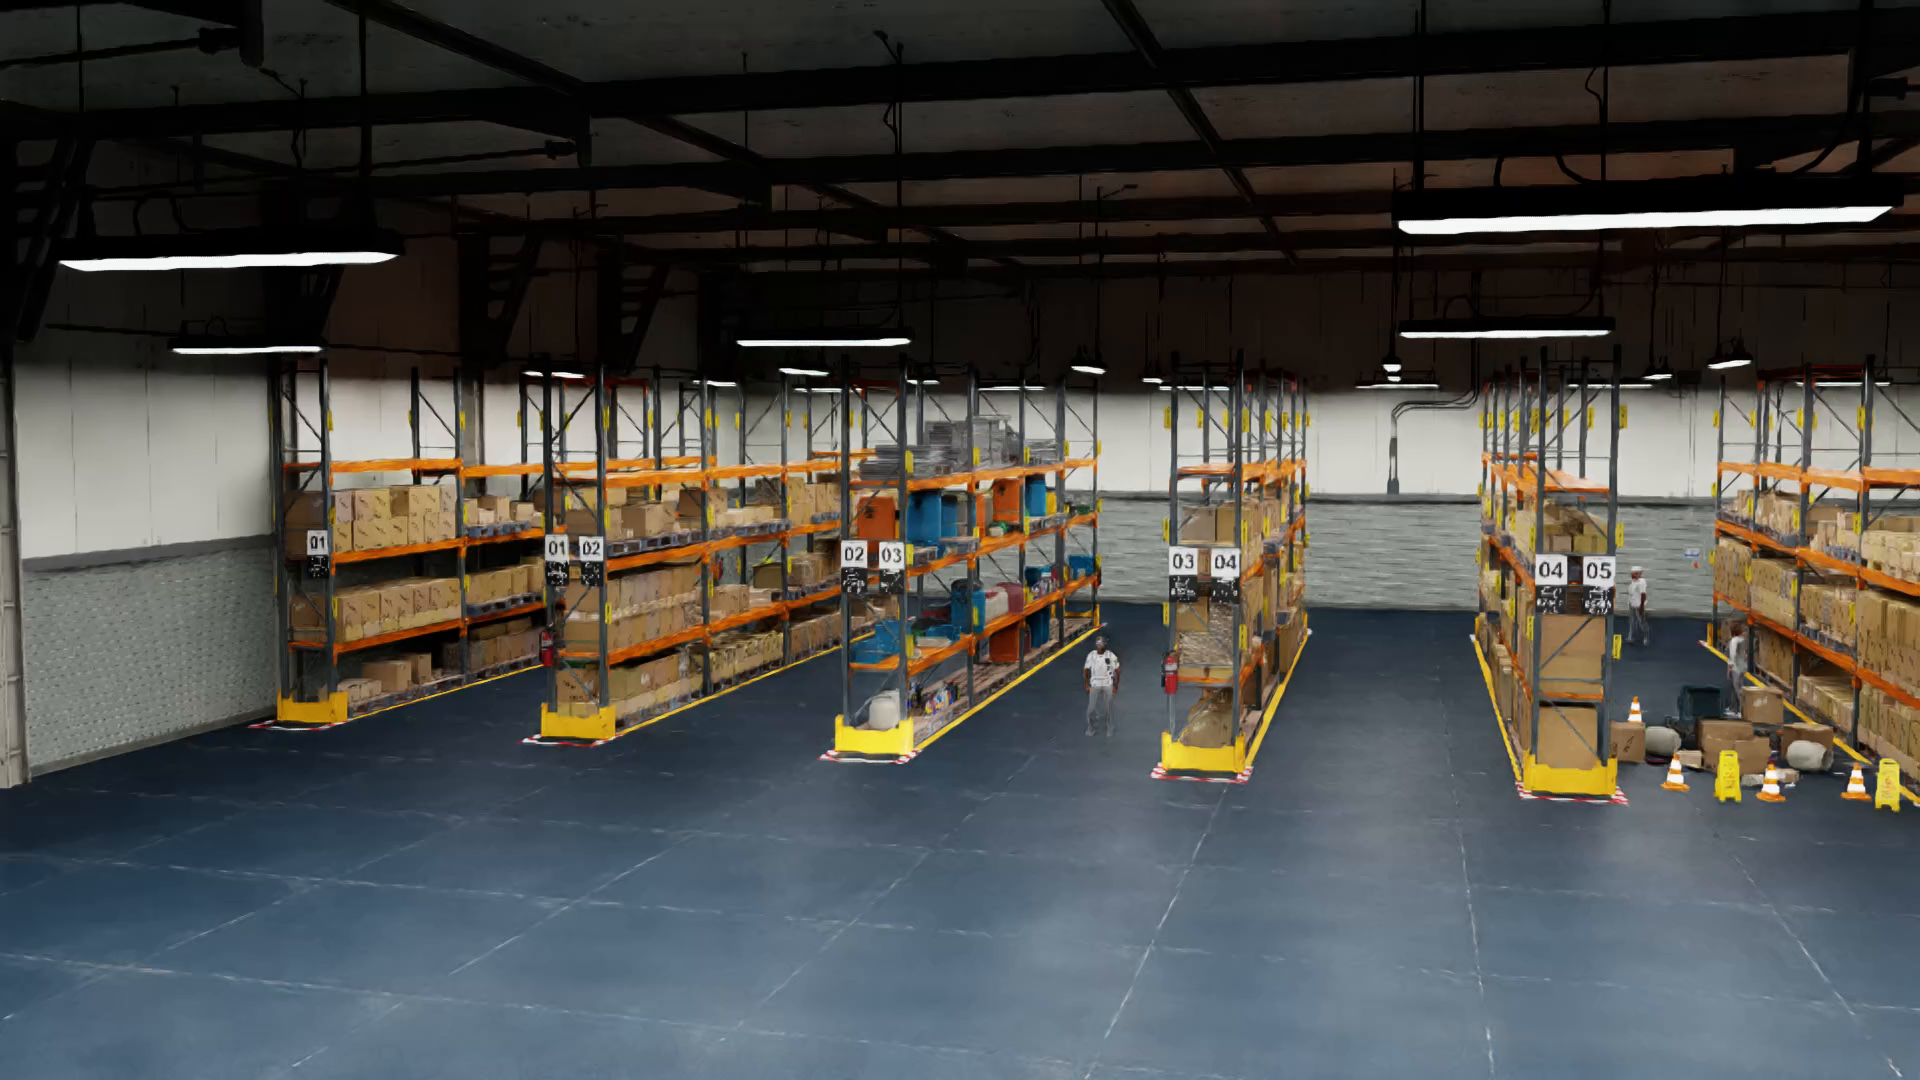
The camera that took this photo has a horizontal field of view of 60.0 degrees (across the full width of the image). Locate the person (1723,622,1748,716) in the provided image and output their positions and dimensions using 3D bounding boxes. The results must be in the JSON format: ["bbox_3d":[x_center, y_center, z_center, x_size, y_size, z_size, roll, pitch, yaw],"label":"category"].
[{"bbox_3d":[13.059,2.200,28.017,0.532,1.546,0.536,4,5,41],"label":"person"}]

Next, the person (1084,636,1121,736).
[{"bbox_3d":[2.234,2.305,26.313,0.571,1.629,0.532,1,4,12],"label":"person"}]

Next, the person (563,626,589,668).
[{"bbox_3d":[-6.815,2.000,29.780,0.663,1.742,0.552,1,4,13],"label":"person"}]

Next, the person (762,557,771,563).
[{"bbox_3d":[-4.676,1.239,40.452,0.577,1.691,1.121,1,4,17],"label":"person"}]

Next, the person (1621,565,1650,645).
[{"bbox_3d":[15.136,1.448,37.164,0.522,1.768,0.667,0,4,1],"label":"person"}]
